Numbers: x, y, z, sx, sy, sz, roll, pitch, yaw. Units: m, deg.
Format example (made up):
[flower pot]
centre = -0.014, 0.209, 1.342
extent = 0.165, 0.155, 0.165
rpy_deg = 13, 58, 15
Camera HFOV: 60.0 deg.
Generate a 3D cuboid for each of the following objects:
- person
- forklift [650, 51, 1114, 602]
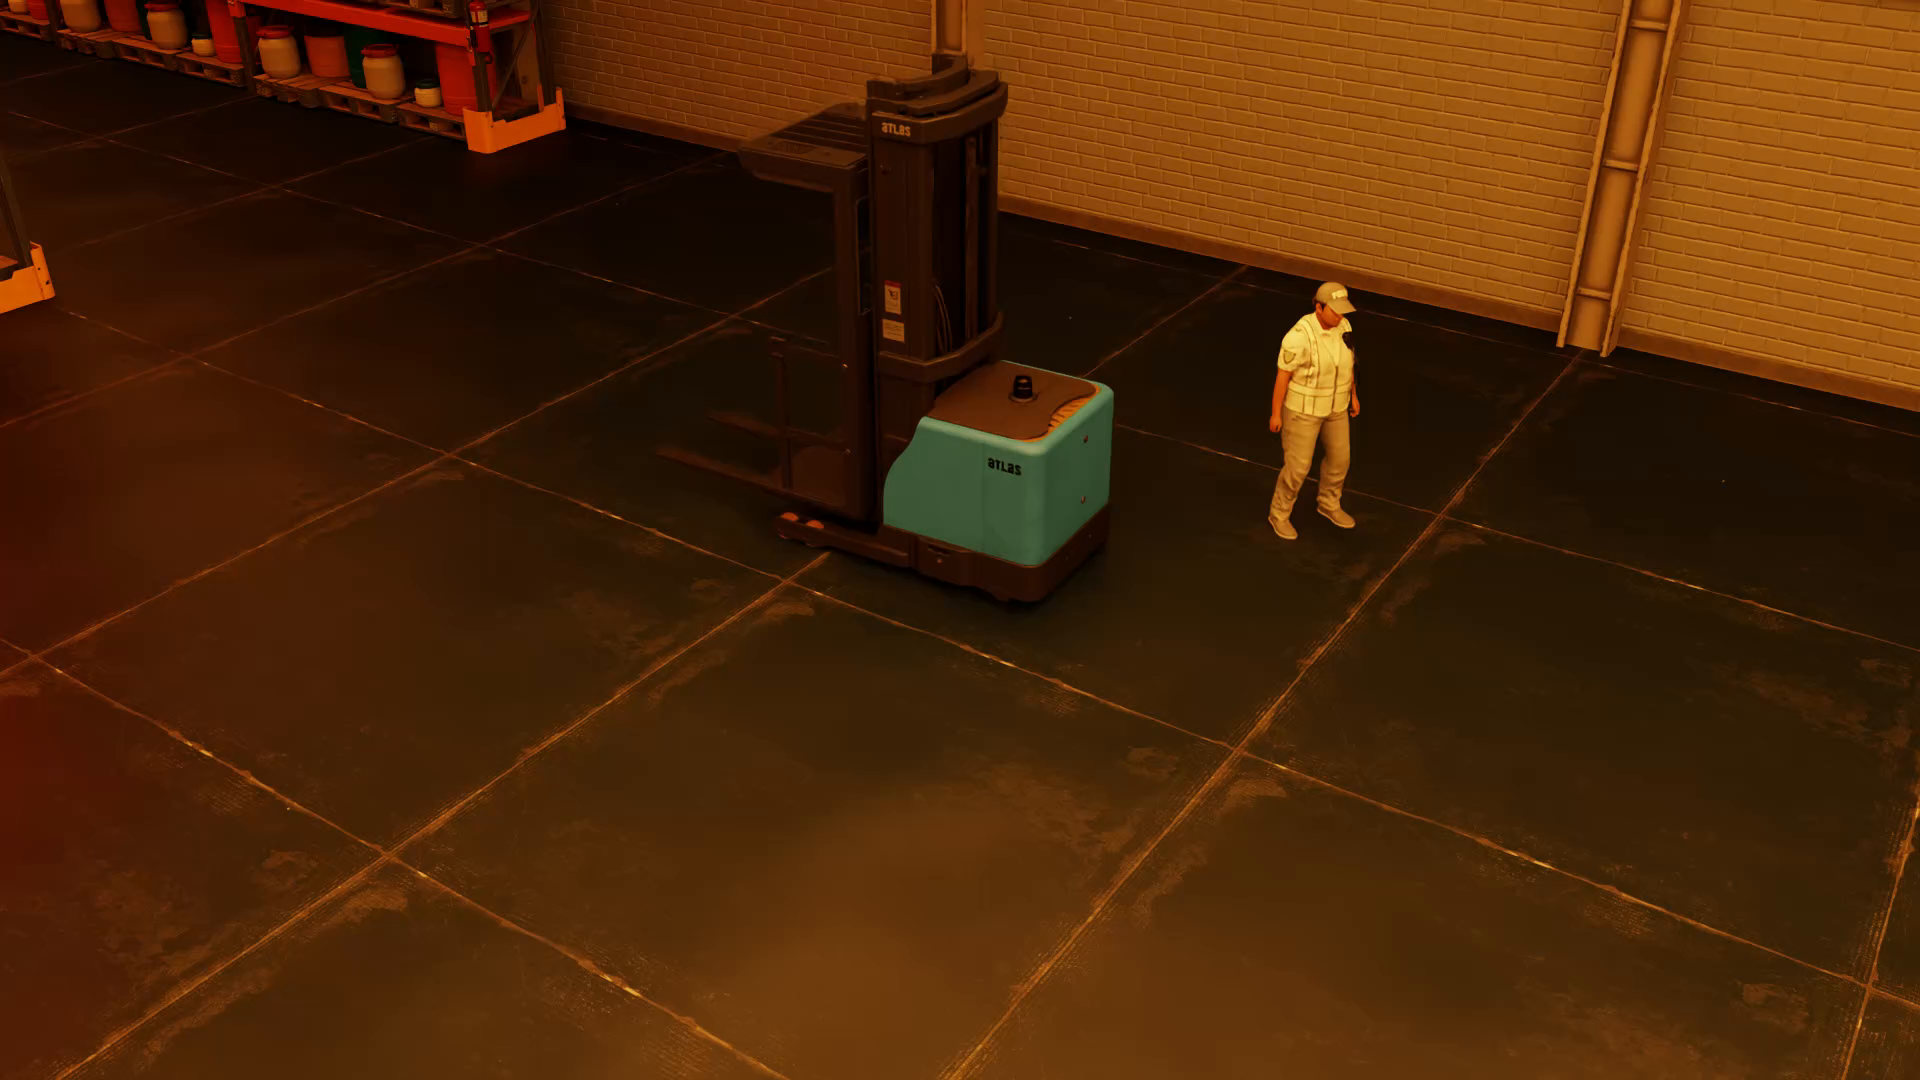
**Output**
[person]
centre = 2.206, -0.816, 10.258
extent = 0.628, 1.655, 0.407
rpy_deg = -15, 33, -24
[forklift]
centre = -0.596, -1.433, 10.050
extent = 3.031, 2.935, 1.130
rpy_deg = 16, 34, 26
